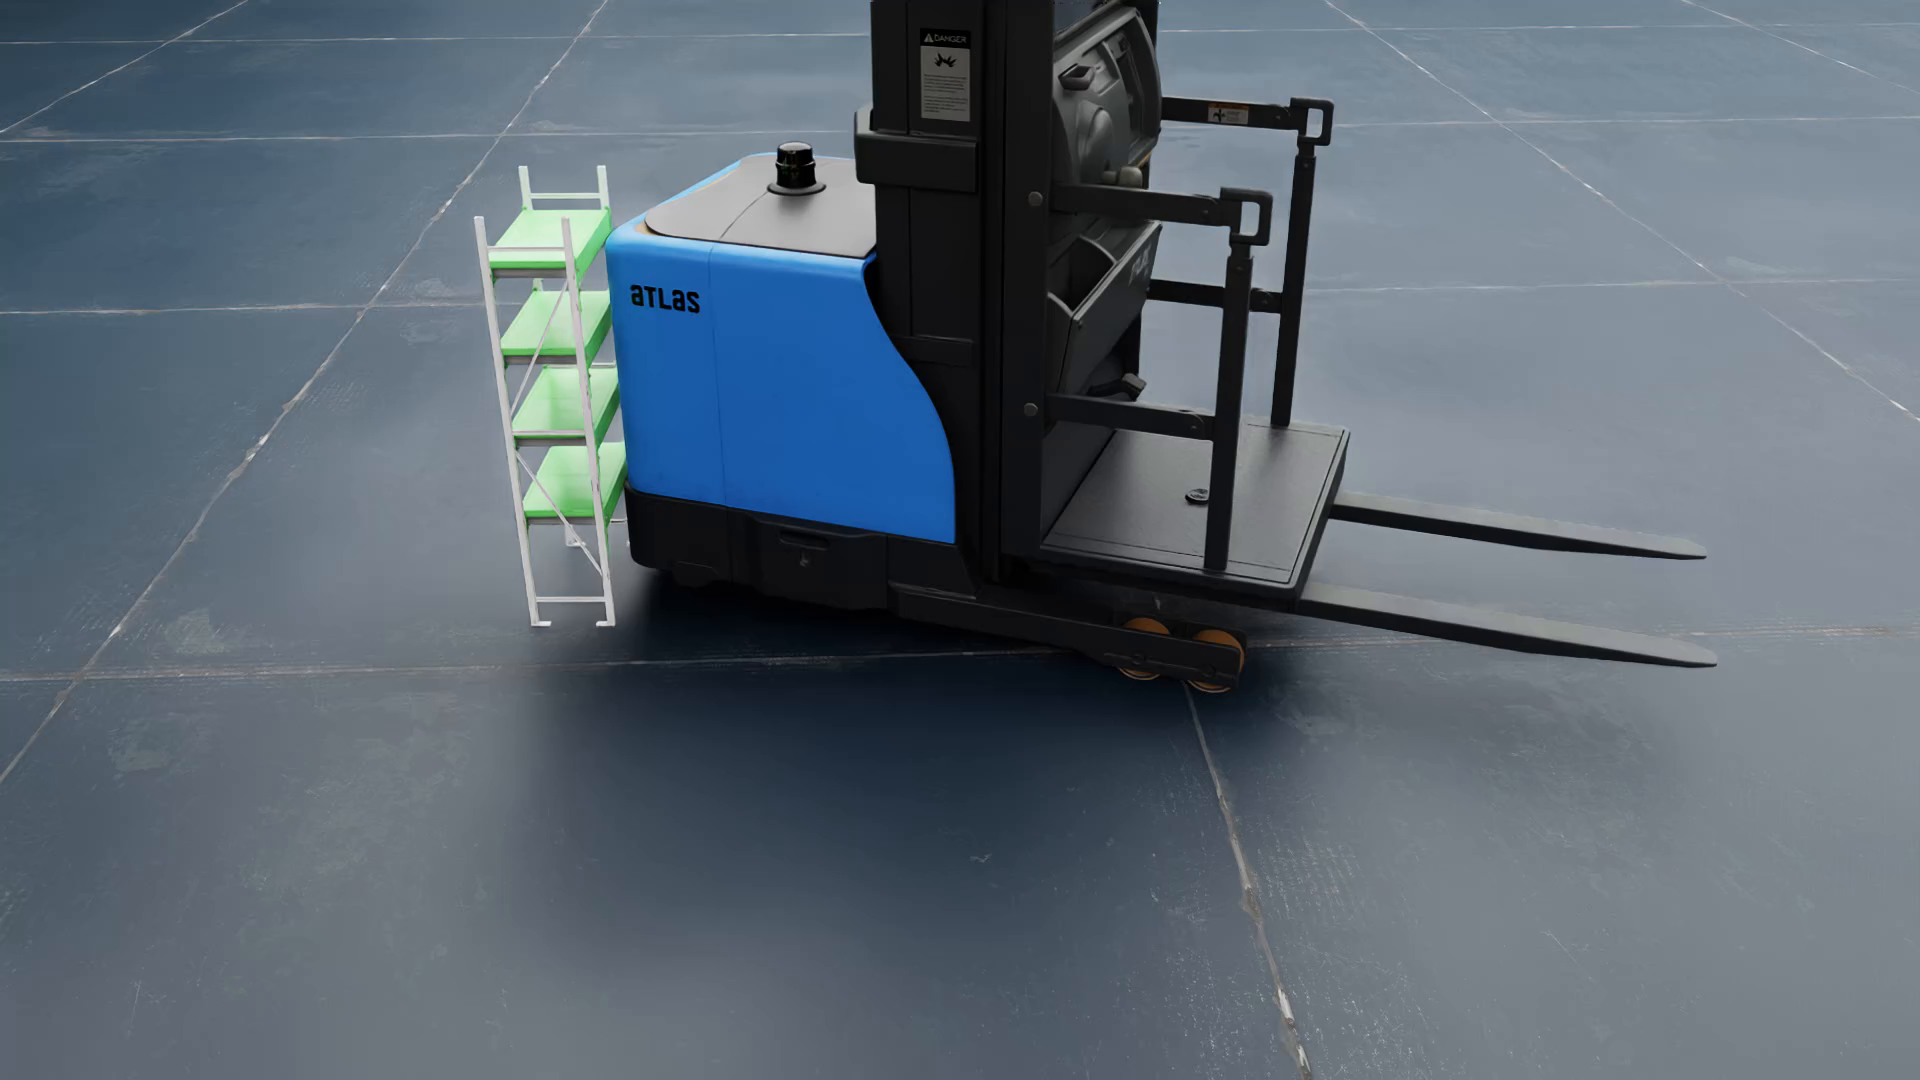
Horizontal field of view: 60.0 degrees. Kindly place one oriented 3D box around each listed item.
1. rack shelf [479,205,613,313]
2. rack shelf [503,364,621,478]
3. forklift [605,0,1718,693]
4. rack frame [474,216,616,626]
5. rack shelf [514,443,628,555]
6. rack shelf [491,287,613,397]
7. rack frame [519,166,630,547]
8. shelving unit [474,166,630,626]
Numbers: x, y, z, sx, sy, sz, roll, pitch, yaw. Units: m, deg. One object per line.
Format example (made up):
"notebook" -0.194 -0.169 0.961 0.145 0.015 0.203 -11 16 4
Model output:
"rack shelf" -1.115 -0.771 4.530 0.258 0.148 0.480 0 28 0
"rack shelf" -1.113 -0.345 4.752 0.258 0.148 0.480 0 28 0
"forklift" 0.580 -1.166 4.316 3.031 2.935 1.130 9 29 17
"rack frame" -1.113 -0.289 4.506 0.240 1.200 0.015 0 28 0
"rack shelf" -1.112 -0.132 4.863 0.258 0.148 0.480 0 28 0
"rack shelf" -1.114 -0.558 4.641 0.258 0.148 0.480 0 28 0
"rack frame" -1.114 -0.515 4.938 0.240 1.200 0.015 0 28 0
"shelving unit" -1.113 -0.402 4.722 0.258 1.200 0.503 0 28 0
